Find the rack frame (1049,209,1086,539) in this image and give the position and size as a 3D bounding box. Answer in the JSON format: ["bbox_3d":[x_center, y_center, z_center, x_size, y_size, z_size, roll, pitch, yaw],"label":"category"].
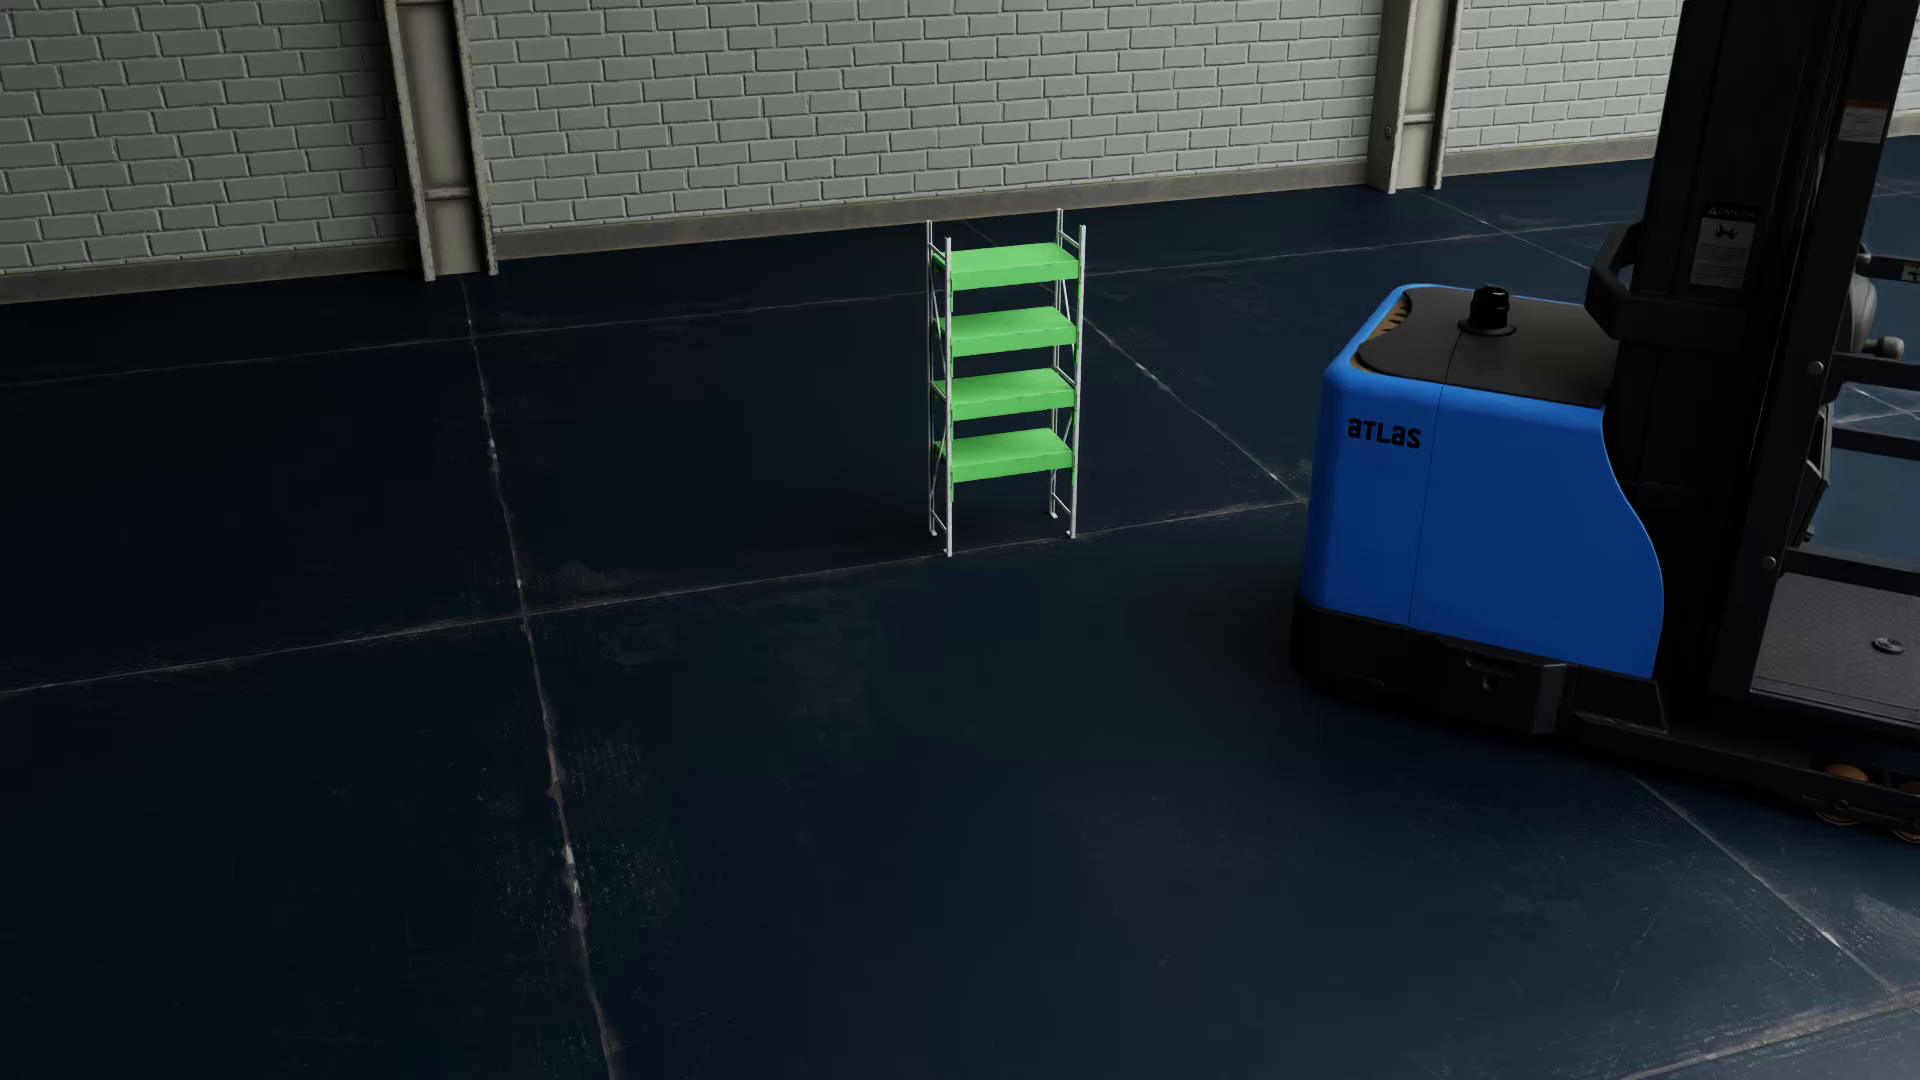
[{"bbox_3d":[0.389,-0.594,6.097,0.015,1.200,0.240,-8,28,-16],"label":"rack frame"}]

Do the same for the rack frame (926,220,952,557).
[{"bbox_3d":[-0.075,-0.527,5.961,0.015,1.200,0.240,-8,28,-16],"label":"rack frame"}]

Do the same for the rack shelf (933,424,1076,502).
[{"bbox_3d":[0.157,-0.288,6.164,0.480,0.148,0.258,-8,28,-16],"label":"rack shelf"}]

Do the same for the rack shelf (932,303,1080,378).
[{"bbox_3d":[0.157,-0.718,5.951,0.480,0.148,0.258,-8,28,-16],"label":"rack shelf"}]

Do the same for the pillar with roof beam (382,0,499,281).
[{"bbox_3d":[-1.459,-3.720,3.622,0.400,9.000,9.100,-8,28,-16],"label":"pillar with roof beam"}]

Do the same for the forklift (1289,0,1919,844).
[{"bbox_3d":[2.604,-0.748,4.461,3.031,2.935,1.130,12,29,23],"label":"forklift"}]

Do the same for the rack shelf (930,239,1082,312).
[{"bbox_3d":[0.157,-0.933,5.844,0.480,0.148,0.258,-8,28,-16],"label":"rack shelf"}]

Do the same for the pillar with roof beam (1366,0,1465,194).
[{"bbox_3d":[4.246,-4.546,5.287,0.400,9.000,9.100,-8,28,-16],"label":"pillar with roof beam"}]

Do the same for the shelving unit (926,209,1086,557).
[{"bbox_3d":[0.157,-0.560,6.029,0.503,1.200,0.258,-8,28,-16],"label":"shelving unit"}]

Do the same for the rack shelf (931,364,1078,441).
[{"bbox_3d":[0.157,-0.503,6.058,0.480,0.148,0.258,-8,28,-16],"label":"rack shelf"}]
